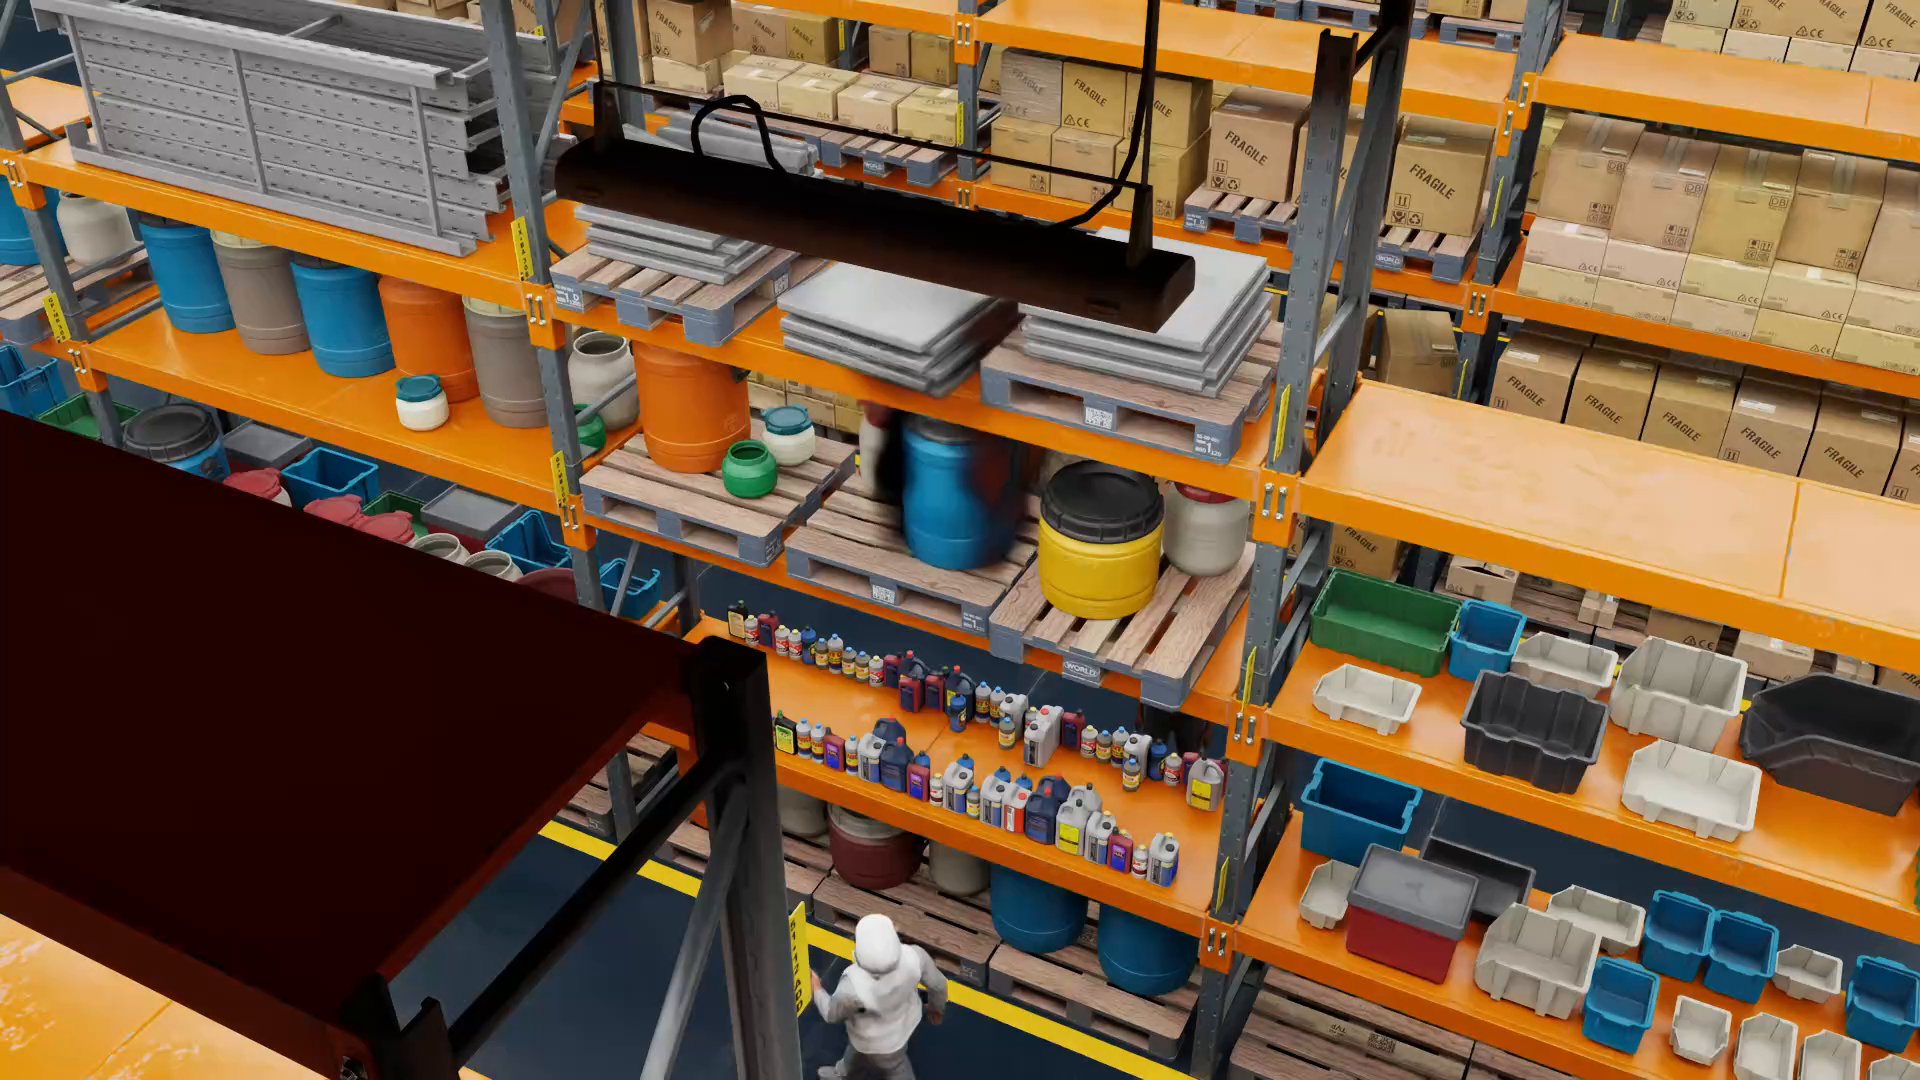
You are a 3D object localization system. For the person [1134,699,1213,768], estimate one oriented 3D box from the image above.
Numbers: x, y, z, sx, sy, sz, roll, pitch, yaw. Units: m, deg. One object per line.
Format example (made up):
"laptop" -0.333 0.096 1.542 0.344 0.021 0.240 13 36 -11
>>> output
"person" 1.372 1.185 10.722 0.515 1.645 0.395 11 37 15

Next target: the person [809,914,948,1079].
"person" -0.444 2.555 8.759 0.983 1.727 0.540 17 38 22
